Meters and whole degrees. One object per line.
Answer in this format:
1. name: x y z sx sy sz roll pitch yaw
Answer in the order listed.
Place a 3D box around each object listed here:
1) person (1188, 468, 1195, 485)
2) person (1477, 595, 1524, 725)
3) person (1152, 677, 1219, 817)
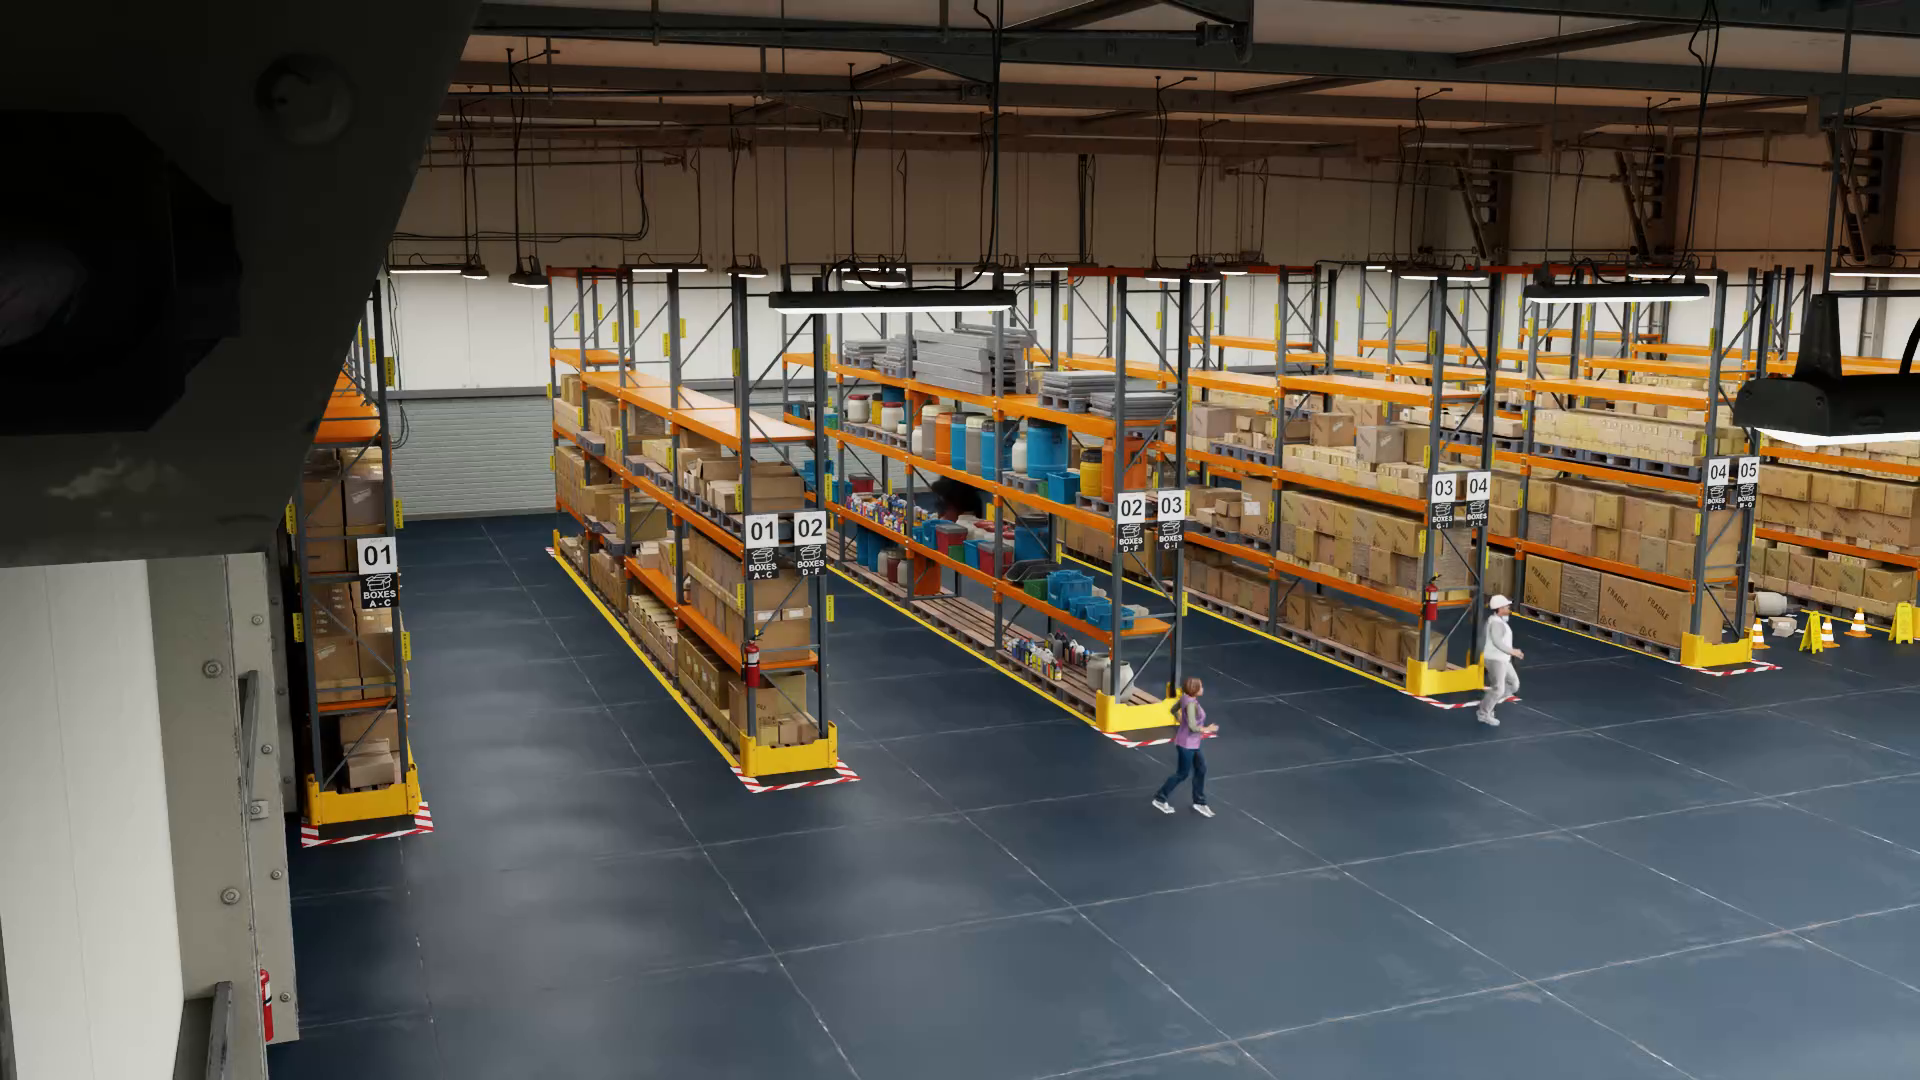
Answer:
1. person: 5.784 -1.717 41.709 0.635 1.676 0.755 -1 10 -8
2. person: 7.329 1.603 22.469 0.569 1.743 0.698 4 11 23
3. person: 2.539 2.336 18.674 0.718 1.652 0.558 1 10 6
